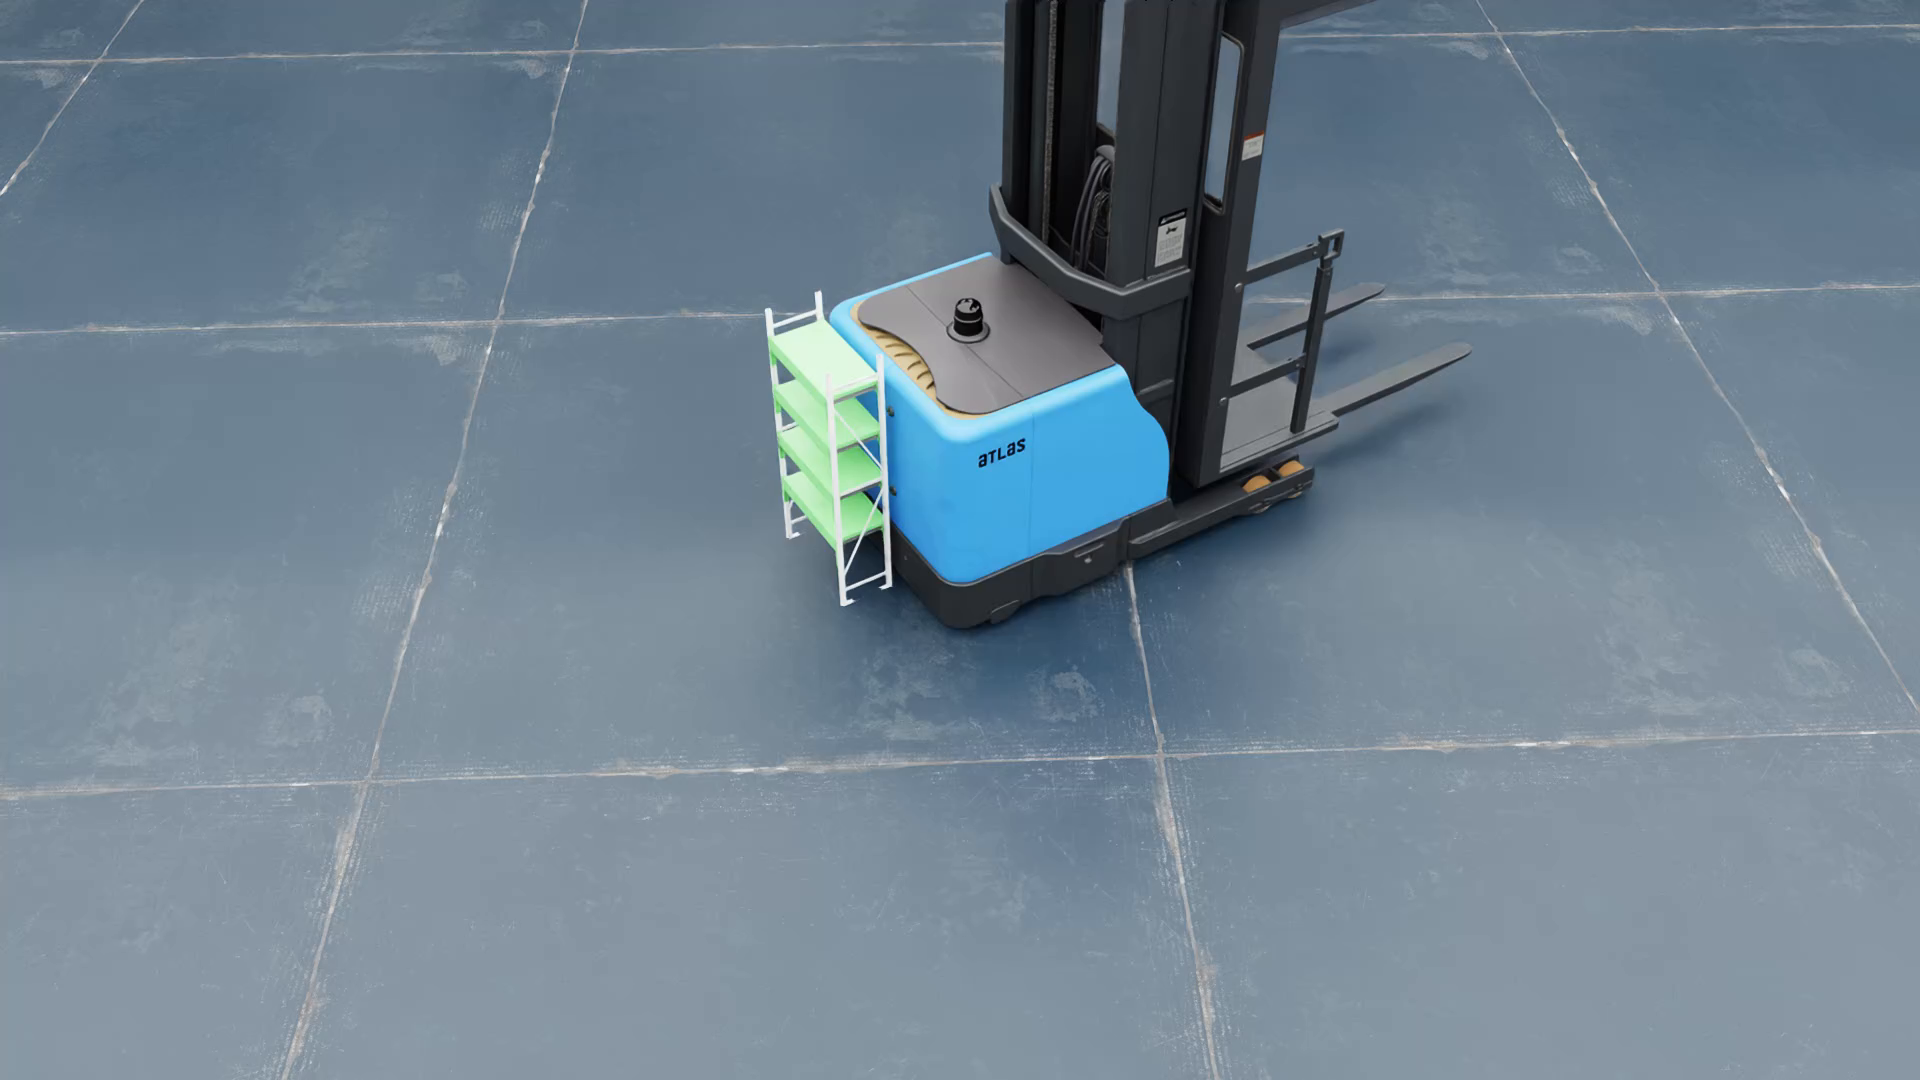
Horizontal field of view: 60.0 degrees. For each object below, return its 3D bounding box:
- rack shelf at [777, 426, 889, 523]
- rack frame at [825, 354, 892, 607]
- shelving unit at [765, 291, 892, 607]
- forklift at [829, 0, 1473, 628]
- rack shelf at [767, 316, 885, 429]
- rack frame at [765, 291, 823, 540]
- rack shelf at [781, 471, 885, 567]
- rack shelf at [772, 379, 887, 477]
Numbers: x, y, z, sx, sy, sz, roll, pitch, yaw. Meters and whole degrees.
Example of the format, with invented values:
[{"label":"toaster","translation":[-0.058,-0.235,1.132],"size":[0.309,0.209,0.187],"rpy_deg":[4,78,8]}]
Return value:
[{"label":"rack shelf","translation":[-0.522,-0.303,6.787],"size":[0.258,0.148,0.480],"rpy_deg":[-23,47,-23]},{"label":"rack frame","translation":[-0.393,-0.209,6.591],"size":[0.240,1.200,0.015],"rpy_deg":[-23,47,-23]},{"label":"shelving unit","translation":[-0.522,-0.350,6.743],"size":[0.258,1.200,0.503],"rpy_deg":[-23,47,-23]},{"label":"forklift","translation":[0.982,-1.481,6.697],"size":[3.031,2.935,1.130],"rpy_deg":[-23,47,-23]},{"label":"rack shelf","translation":[-0.522,-0.656,6.462],"size":[0.258,0.148,0.480],"rpy_deg":[-23,47,-23]},{"label":"rack frame","translation":[-0.650,-0.490,6.896],"size":[0.240,1.200,0.015],"rpy_deg":[-23,47,-23]},{"label":"rack shelf","translation":[-0.522,-0.126,6.949],"size":[0.258,0.148,0.480],"rpy_deg":[-23,47,-23]},{"label":"rack shelf","translation":[-0.522,-0.479,6.624],"size":[0.258,0.148,0.480],"rpy_deg":[-23,47,-23]}]
